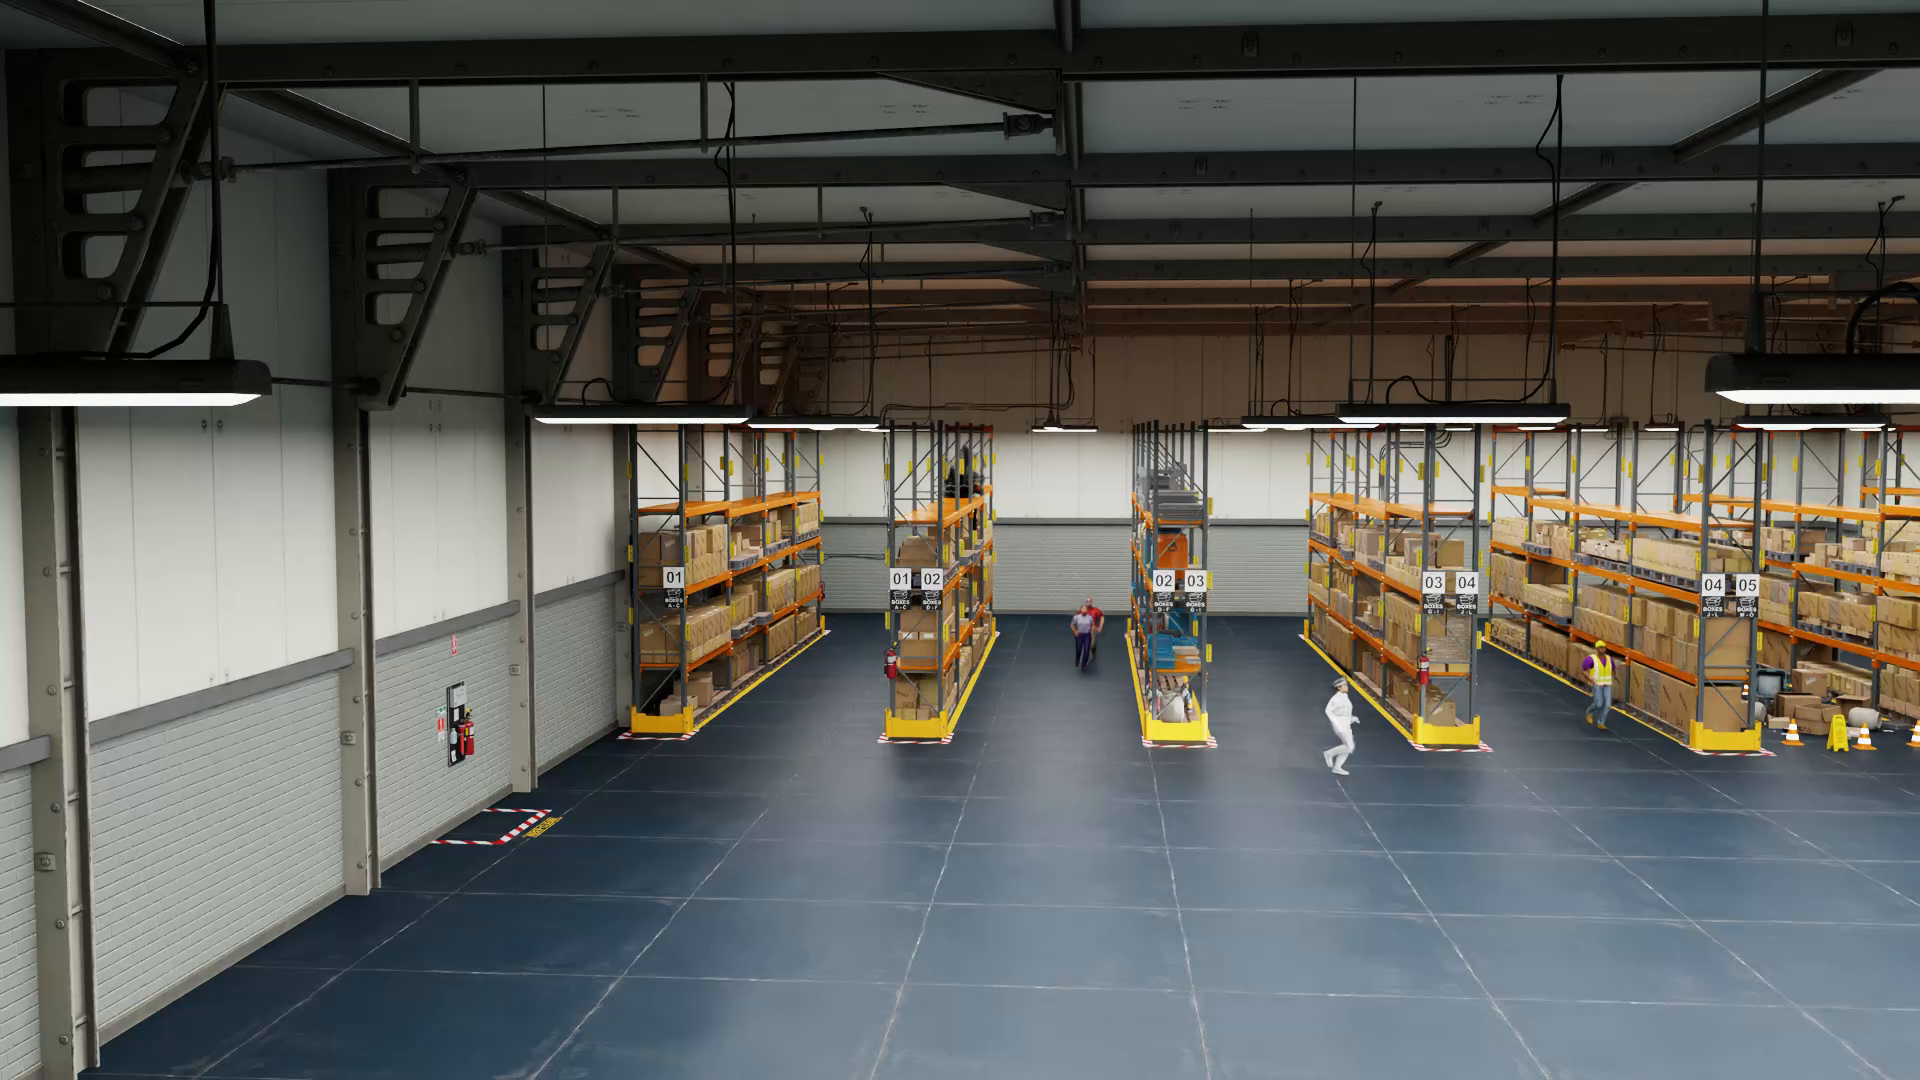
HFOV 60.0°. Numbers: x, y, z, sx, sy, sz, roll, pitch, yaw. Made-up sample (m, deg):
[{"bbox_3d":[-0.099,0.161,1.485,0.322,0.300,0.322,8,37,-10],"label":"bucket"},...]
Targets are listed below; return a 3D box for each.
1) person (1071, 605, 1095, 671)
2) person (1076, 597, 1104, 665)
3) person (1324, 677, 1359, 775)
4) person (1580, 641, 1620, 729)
[{"bbox_3d":[2.998,2.375,40.357,0.588,1.589,0.543,0,4,-4],"label":"person"},{"bbox_3d":[3.213,2.263,41.359,0.713,1.666,0.630,0,4,7],"label":"person"},{"bbox_3d":[6.437,3.128,28.024,0.547,1.656,0.618,2,4,32],"label":"person"},{"bbox_3d":[12.458,2.815,32.340,0.698,1.718,0.606,0,4,-6],"label":"person"}]
